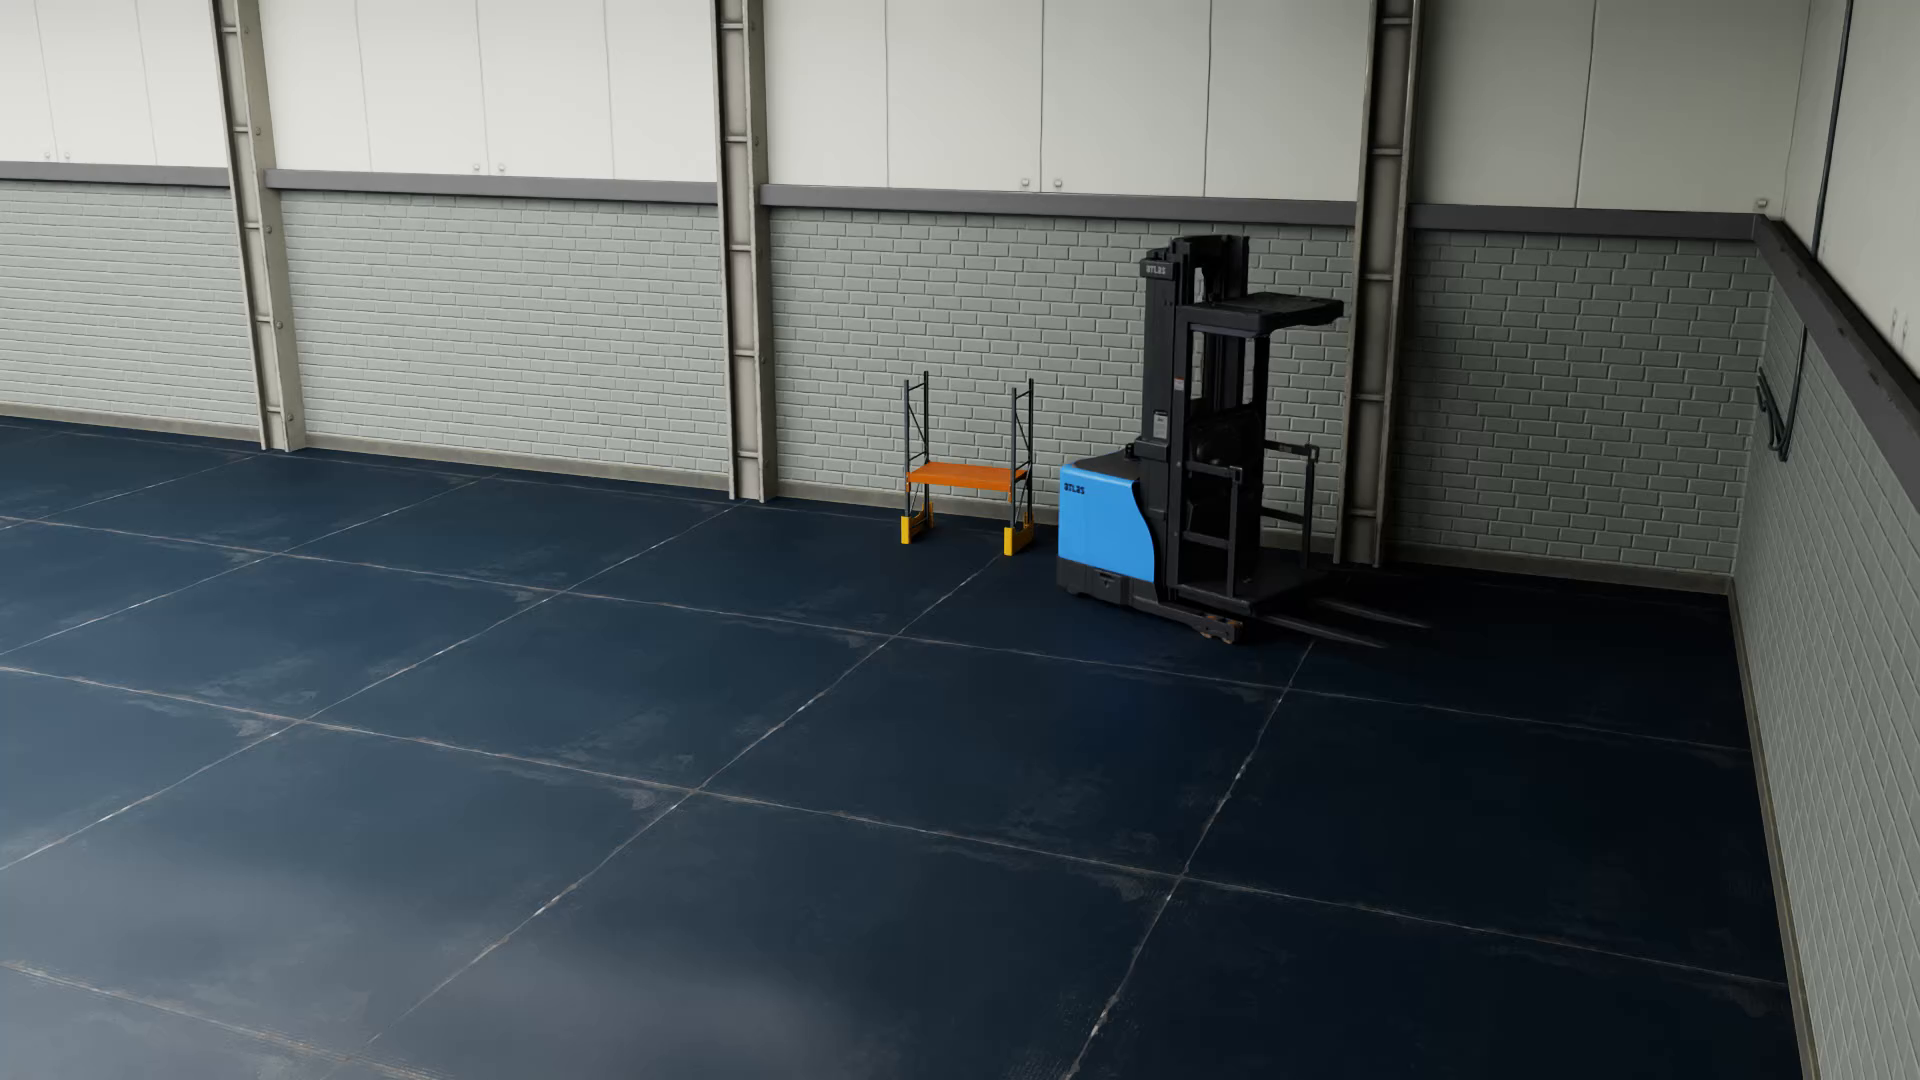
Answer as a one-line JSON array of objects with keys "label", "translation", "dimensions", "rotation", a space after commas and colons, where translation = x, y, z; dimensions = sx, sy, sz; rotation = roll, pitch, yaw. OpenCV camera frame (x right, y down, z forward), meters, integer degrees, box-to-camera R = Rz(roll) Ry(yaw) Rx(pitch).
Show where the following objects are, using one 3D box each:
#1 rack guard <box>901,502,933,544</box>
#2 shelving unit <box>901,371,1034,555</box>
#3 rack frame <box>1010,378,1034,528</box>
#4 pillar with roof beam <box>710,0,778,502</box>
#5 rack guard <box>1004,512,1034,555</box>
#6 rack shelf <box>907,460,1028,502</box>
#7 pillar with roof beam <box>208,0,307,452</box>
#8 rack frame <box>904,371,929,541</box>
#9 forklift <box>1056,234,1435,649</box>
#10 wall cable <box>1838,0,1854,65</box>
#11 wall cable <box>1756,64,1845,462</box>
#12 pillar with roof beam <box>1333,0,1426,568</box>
[{"label": "rack guard", "translation": [-0.392, -0.163, 15.364], "dimensions": [0.087, 0.250, 0.587], "rotation": [6, 17, 21]}, {"label": "shelving unit", "translation": [0.071, -0.712, 15.014], "dimensions": [1.083, 1.500, 0.587], "rotation": [6, 17, 21]}, {"label": "rack frame", "translation": [0.552, -0.660, 14.832], "dimensions": [0.032, 1.500, 0.500], "rotation": [6, 17, 21]}, {"label": "pillar with roof beam", "translation": [-3.652, -3.638, 11.640], "dimensions": [0.400, 9.000, 9.100], "rotation": [6, 17, 21]}, {"label": "rack guard", "translation": [0.534, -0.061, 15.013], "dimensions": [0.087, 0.250, 0.587], "rotation": [6, 17, 21]}, {"label": "rack shelf", "translation": [0.079, -0.539, 15.061], "dimensions": [1.000, 0.185, 0.538], "rotation": [6, 17, 21]}, {"label": "pillar with roof beam", "translation": [-9.234, -4.251, 13.754], "dimensions": [0.400, 9.000, 9.100], "rotation": [6, 17, 21]}, {"label": "rack frame", "translation": [-0.394, -0.764, 15.190], "dimensions": [0.032, 1.500, 0.500], "rotation": [6, 17, 21]}, {"label": "forklift", "translation": [2.195, -0.789, 12.709], "dimensions": [3.031, 2.935, 1.130], "rotation": [15, 22, 42]}, {"label": "wall cable", "translation": [4.771, -3.729, 8.464], "dimensions": [0.112, 2.526, 3.097], "rotation": [6, 17, 21]}, {"label": "wall cable", "translation": [5.764, -2.005, 11.585], "dimensions": [0.112, 2.526, 3.097], "rotation": [6, 17, 21]}, {"label": "pillar with roof beam", "translation": [1.929, -3.024, 9.526], "dimensions": [0.400, 9.000, 9.100], "rotation": [6, 17, 21]}]
